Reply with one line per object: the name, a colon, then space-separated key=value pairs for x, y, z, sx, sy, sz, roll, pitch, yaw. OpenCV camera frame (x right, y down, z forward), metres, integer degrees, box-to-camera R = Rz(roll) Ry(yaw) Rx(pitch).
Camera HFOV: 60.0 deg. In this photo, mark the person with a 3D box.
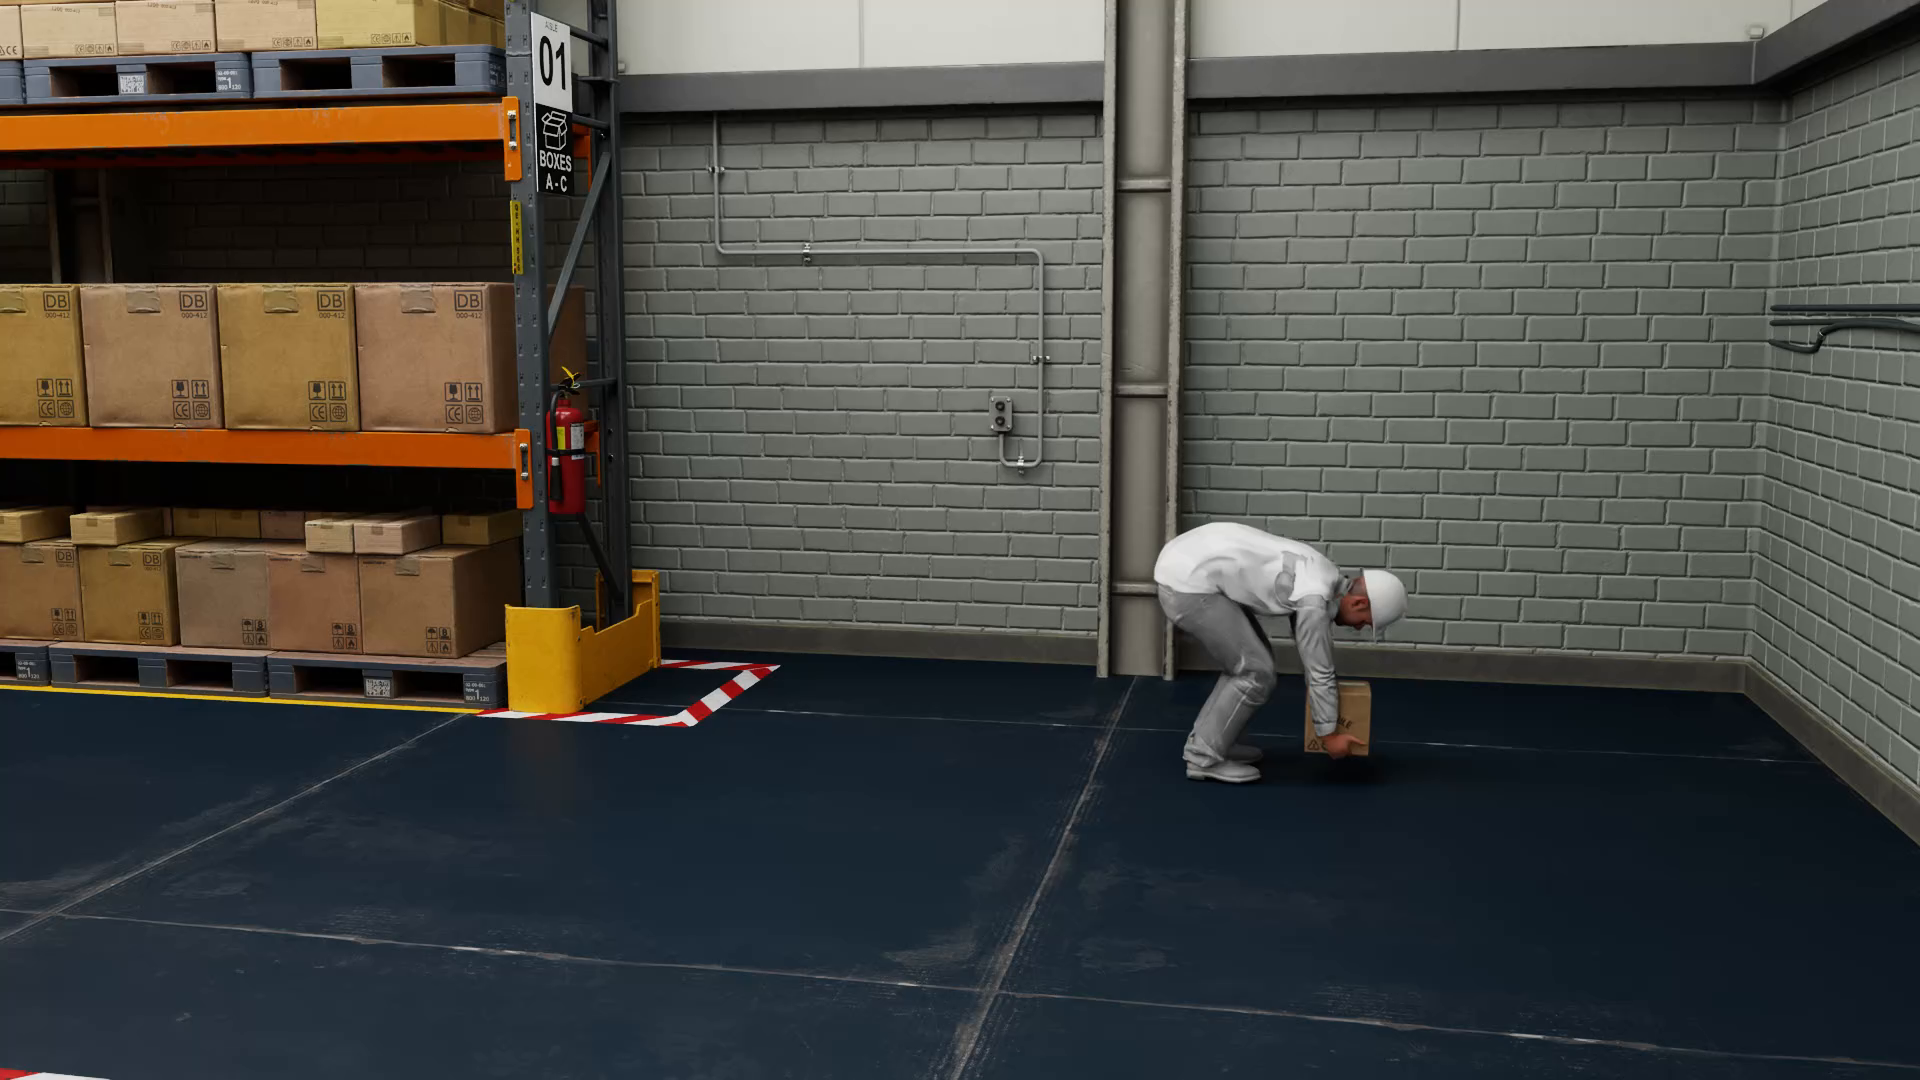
person: x=1.282 y=0.443 z=6.730 sx=1.002 sy=1.028 sz=0.500 roll=1 pitch=8 yaw=8
